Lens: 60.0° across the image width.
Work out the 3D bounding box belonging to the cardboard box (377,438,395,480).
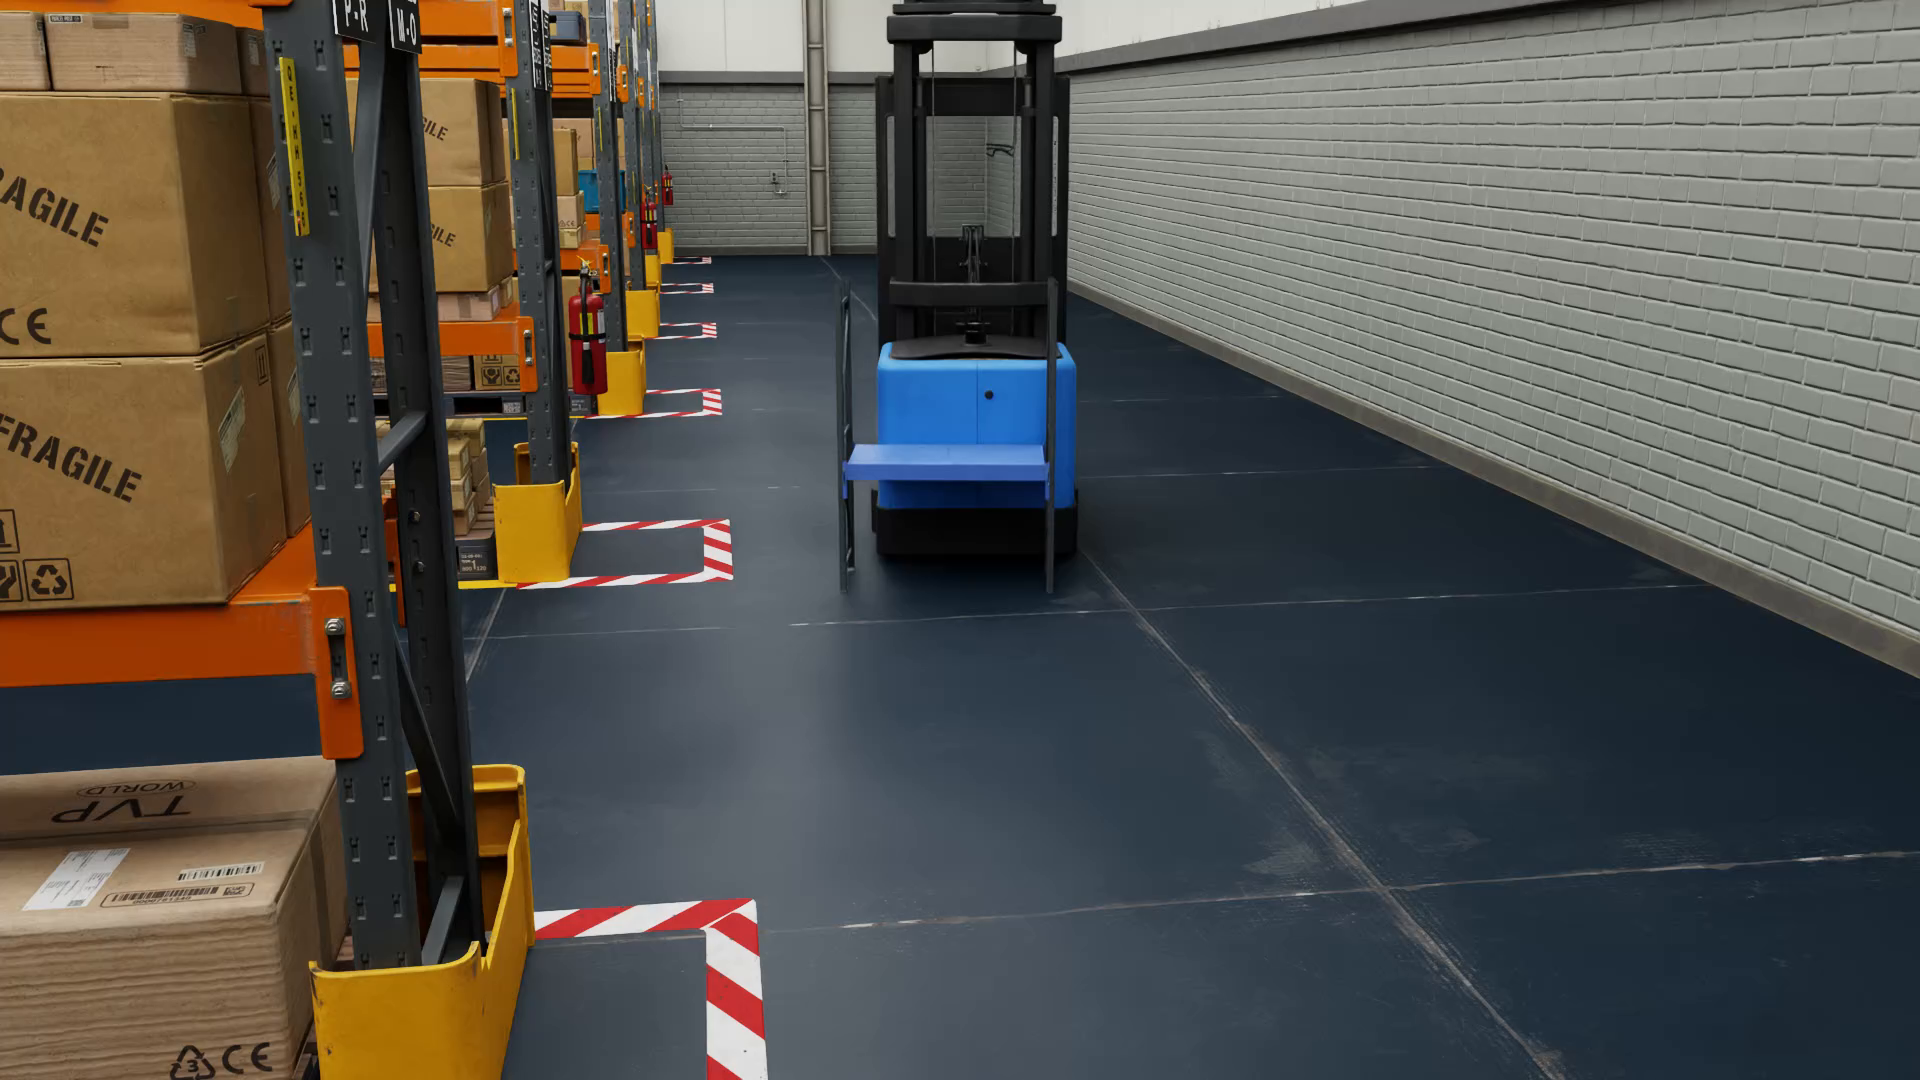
[{"bbox_3d":[-2.904,-0.417,8.492,0.250,0.149,0.380,-2,14,-7],"label":"cardboard box"}]

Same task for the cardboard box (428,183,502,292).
[{"bbox_3d":[-2.567,-1.497,8.209,0.500,0.500,0.500,-2,14,-7],"label":"cardboard box"}]

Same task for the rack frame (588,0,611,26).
[{"bbox_3d":[-2.800,-5.489,12.612,0.127,3.000,1.000,-2,14,-8],"label":"rack frame"}]

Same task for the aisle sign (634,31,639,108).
[{"bbox_3d":[-3.511,-5.106,18.071,0.004,0.787,0.394,-2,14,-8],"label":"aisle sign"}]

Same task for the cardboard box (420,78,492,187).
[{"bbox_3d":[-2.577,-1.984,8.095,0.500,0.500,0.500,-2,14,-9],"label":"cardboard box"}]

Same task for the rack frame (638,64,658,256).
[{"bbox_3d":[-4.272,-4.963,22.844,0.127,3.000,1.000,-2,14,-8],"label":"rack frame"}]

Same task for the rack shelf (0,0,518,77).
[{"bbox_3d":[-4.139,-2.416,8.003,4.000,0.370,1.077,-2,14,-8],"label":"rack shelf"}]

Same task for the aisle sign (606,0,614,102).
[{"bbox_3d":[-2.684,-3.771,12.748,0.004,0.787,0.394,-2,14,-8],"label":"aisle sign"}]

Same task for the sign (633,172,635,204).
[{"bbox_3d":[-3.440,-3.718,17.547,0.005,0.325,0.100,-2,14,-8],"label":"sign"}]

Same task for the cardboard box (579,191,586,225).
[{"bbox_3d":[-3.315,-2.699,13.513,0.500,0.250,0.500,-2,14,-10],"label":"cardboard box"}]

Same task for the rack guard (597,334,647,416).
[{"bbox_3d":[-2.777,-1.368,13.649,0.348,0.500,1.175,-2,14,-8],"label":"rack guard"}]

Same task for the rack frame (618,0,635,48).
[{"bbox_3d":[-3.538,-6.681,17.362,0.127,3.000,1.000,-2,14,-8],"label":"rack frame"}]

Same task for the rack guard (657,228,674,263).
[{"bbox_3d":[-4.990,-4.942,27.902,0.348,0.500,1.175,-2,14,-8],"label":"rack guard"}]

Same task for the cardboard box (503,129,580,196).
[{"bbox_3d":[-3.243,-2.934,12.910,0.500,0.500,0.500,-2,14,-8],"label":"cardboard box"}]

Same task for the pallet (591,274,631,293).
[{"bbox_3d":[-5.136,-3.578,23.056,1.213,0.211,1.003,-2,14,-8],"label":"pallet"}]

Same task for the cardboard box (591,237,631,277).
[{"bbox_3d":[-4.773,-3.885,22.779,0.500,0.500,0.500,-2,14,-8],"label":"cardboard box"}]

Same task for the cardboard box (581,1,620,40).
[{"bbox_3d":[-4.778,-6.928,22.255,0.500,0.500,0.700,-2,14,-8],"label":"cardboard box"}]

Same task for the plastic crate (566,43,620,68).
[{"bbox_3d":[-3.960,-5.216,17.955,0.590,0.269,0.497,-2,14,-8],"label":"plastic crate"}]

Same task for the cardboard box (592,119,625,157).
[{"bbox_3d":[-4.672,-5.414,22.382,0.500,0.500,0.500,-2,14,-9],"label":"cardboard box"}]

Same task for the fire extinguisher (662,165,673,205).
[{"bbox_3d":[-4.796,-5.830,27.228,0.183,0.674,0.296,-2,14,-8],"label":"fire extinguisher"}]

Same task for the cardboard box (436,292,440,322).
[{"bbox_3d":[-2.693,-1.181,8.282,0.250,0.149,0.380,-2,14,-8],"label":"cardboard box"}]

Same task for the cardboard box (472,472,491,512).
[{"bbox_3d":[-2.727,-0.262,9.097,0.250,0.149,0.380,-2,14,-7],"label":"cardboard box"}]

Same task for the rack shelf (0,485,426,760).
[{"bbox_3d":[-3.302,0.226,3.635,4.000,0.370,1.077,-2,14,-8],"label":"rack shelf"}]

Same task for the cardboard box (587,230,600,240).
[{"bbox_3d":[-6.186,-5.078,27.578,0.500,0.500,0.700,-2,14,-8],"label":"cardboard box"}]

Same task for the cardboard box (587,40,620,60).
[{"bbox_3d":[-4.742,-6.507,22.117,0.500,0.250,0.500,-2,14,-8],"label":"cardboard box"}]

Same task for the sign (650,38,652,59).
[{"bbox_3d":[-4.947,-7.869,26.609,0.005,0.325,0.100,-2,14,-8],"label":"sign"}]

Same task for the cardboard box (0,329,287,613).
[{"bbox_3d":[-1.761,-0.163,3.501,0.500,0.500,0.500,-2,14,-8],"label":"cardboard box"}]

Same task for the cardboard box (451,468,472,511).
[{"bbox_3d":[-2.641,-0.260,8.479,0.250,0.149,0.380,-2,14,-10],"label":"cardboard box"}]

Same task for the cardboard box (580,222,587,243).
[{"bbox_3d":[-3.200,-2.524,13.637,0.250,0.149,0.380,-2,14,-8],"label":"cardboard box"}]

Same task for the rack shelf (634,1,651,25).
[{"bbox_3d":[-6.992,-8.449,26.712,4.000,0.370,1.077,-2,14,-8],"label":"rack shelf"}]

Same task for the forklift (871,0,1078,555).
[{"bbox_3d":[0.066,-1.646,9.760,1.130,2.935,3.031,0,14,-1],"label":"forklift"}]

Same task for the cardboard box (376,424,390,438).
[{"bbox_3d":[-2.985,-0.516,8.888,0.250,0.149,0.380,-2,14,-7],"label":"cardboard box"}]

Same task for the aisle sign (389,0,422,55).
[{"bbox_3d":[-1.296,-1.529,3.809,0.004,0.787,0.394,-2,14,-8],"label":"aisle sign"}]

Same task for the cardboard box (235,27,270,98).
[{"bbox_3d":[-1.716,-1.098,3.838,0.250,0.149,0.380,-2,14,-7],"label":"cardboard box"}]

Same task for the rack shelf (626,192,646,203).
[{"bbox_3d":[-6.250,-4.541,22.642,4.000,0.370,1.077,-2,14,-8],"label":"rack shelf"}]

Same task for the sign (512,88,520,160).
[{"bbox_3d":[-2.098,-1.964,7.855,0.005,0.325,0.100,-2,14,-8],"label":"sign"}]

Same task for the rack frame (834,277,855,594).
[{"bbox_3d":[-0.569,-0.524,8.230,0.032,1.500,0.500,0,14,1],"label":"rack frame"}]

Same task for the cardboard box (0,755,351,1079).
[{"bbox_3d":[-1.962,0.891,3.906,0.875,0.438,0.875,-3,14,-10],"label":"cardboard box"}]

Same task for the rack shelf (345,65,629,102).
[{"bbox_3d":[-5.516,-4.805,17.526,4.000,0.370,1.077,-2,14,-8],"label":"rack shelf"}]

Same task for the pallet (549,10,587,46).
[{"bbox_3d":[-3.532,-3.962,12.870,1.213,0.211,1.003,-2,14,-8],"label":"pallet"}]

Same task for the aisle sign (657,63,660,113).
[{"bbox_3d":[-4.898,-7.345,27.001,0.004,0.787,0.394,-2,14,-8],"label":"aisle sign"}]

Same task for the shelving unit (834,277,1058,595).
[{"bbox_3d":[-0.061,-0.522,8.218,1.048,1.500,0.538,0,14,1],"label":"shelving unit"}]
